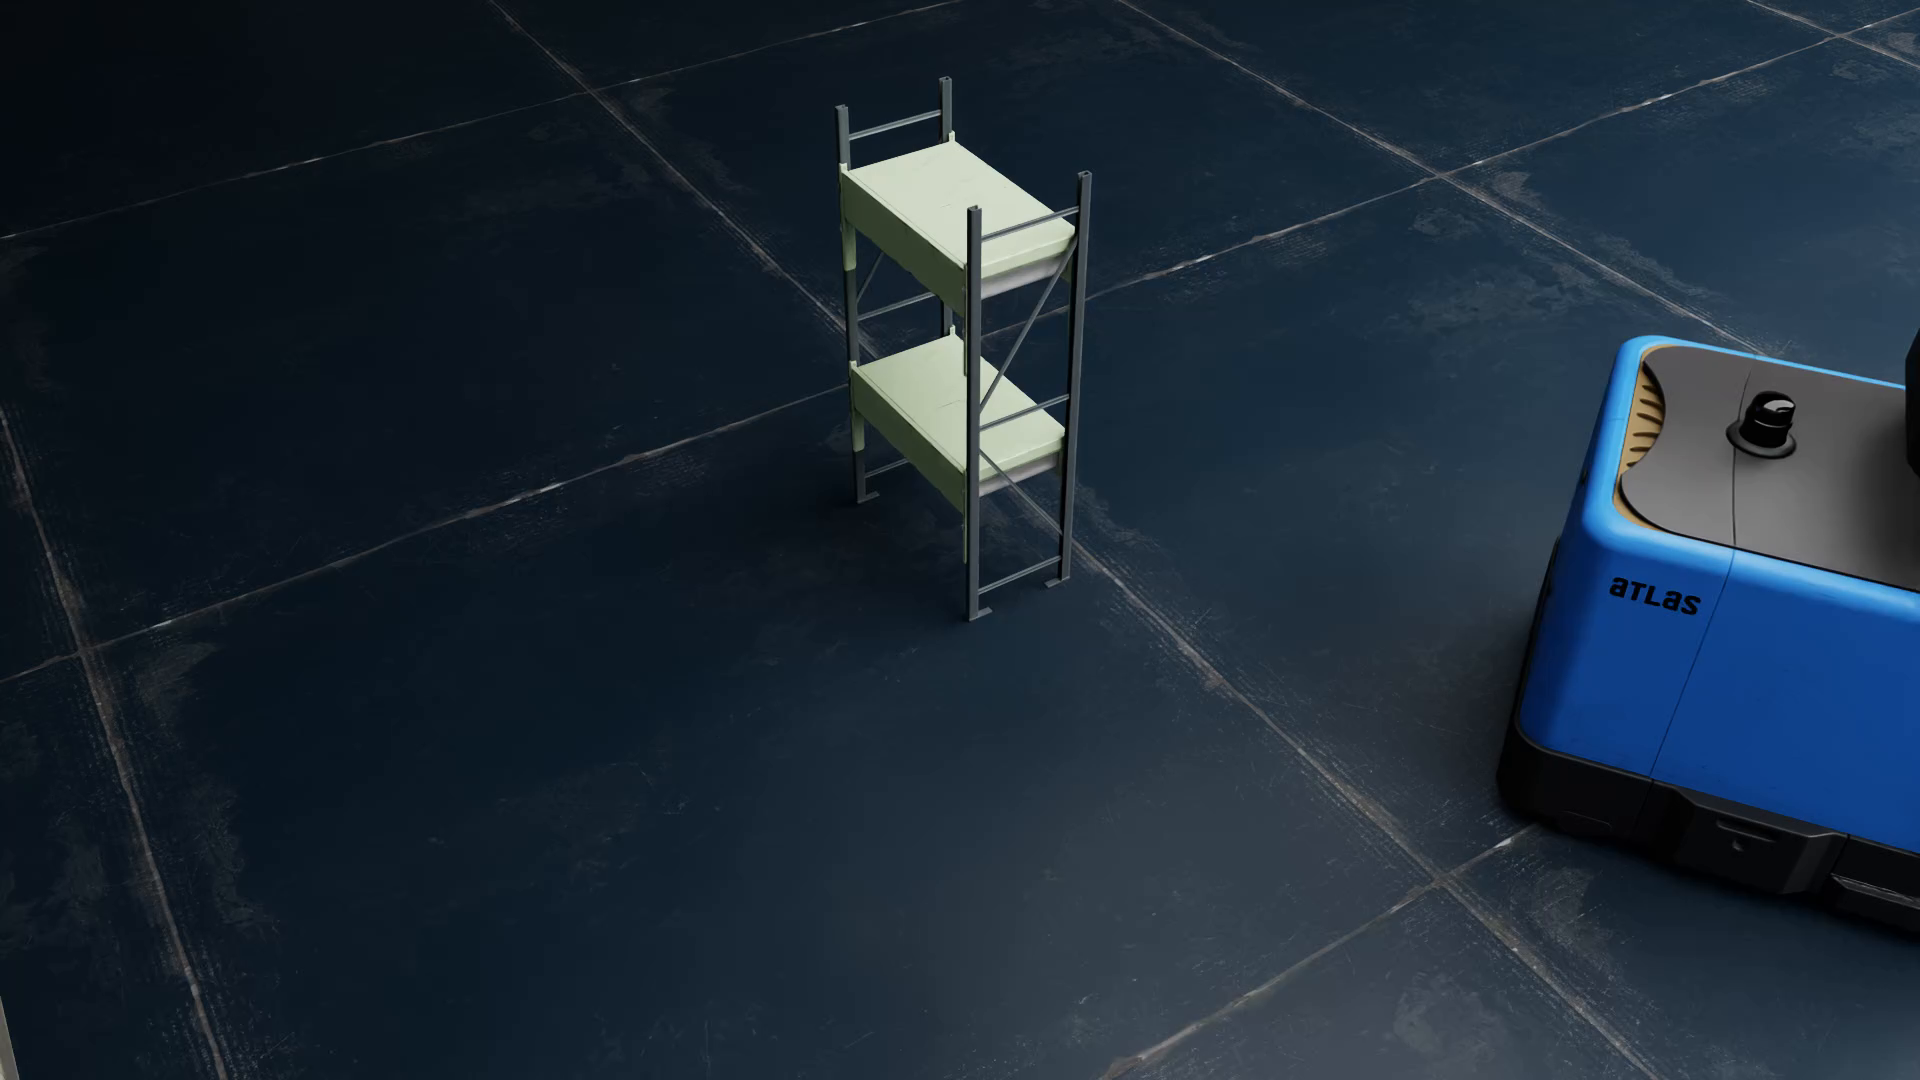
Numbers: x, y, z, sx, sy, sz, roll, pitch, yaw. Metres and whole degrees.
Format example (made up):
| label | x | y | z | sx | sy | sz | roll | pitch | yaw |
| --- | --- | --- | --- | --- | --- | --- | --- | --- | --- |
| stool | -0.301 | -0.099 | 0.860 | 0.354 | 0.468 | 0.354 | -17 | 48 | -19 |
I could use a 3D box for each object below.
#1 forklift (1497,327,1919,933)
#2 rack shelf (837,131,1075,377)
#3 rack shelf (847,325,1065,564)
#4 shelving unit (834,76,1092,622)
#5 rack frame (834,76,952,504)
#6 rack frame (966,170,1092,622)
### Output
| label | x | y | z | sx | sy | sz | roll | pitch | yaw |
| --- | --- | --- | --- | --- | --- | --- | --- | --- | --- |
| forklift | 3.115 | -0.258 | 3.770 | 3.031 | 2.935 | 1.130 | 15 | 42 | 18 |
| rack shelf | -0.004 | -0.880 | 5.024 | 0.431 | 0.370 | 0.720 | -22 | 45 | -24 |
| rack shelf | -0.004 | -0.329 | 5.483 | 0.431 | 0.370 | 0.720 | -22 | 45 | -24 |
| shelving unit | -0.004 | -0.580 | 5.274 | 0.431 | 1.500 | 0.755 | -22 | 45 | -24 |
| rack frame | -0.200 | -0.777 | 5.511 | 0.400 | 1.500 | 0.023 | -22 | 45 | -24 |
| rack frame | 0.193 | -0.382 | 5.037 | 0.400 | 1.500 | 0.023 | -22 | 45 | -24 |
